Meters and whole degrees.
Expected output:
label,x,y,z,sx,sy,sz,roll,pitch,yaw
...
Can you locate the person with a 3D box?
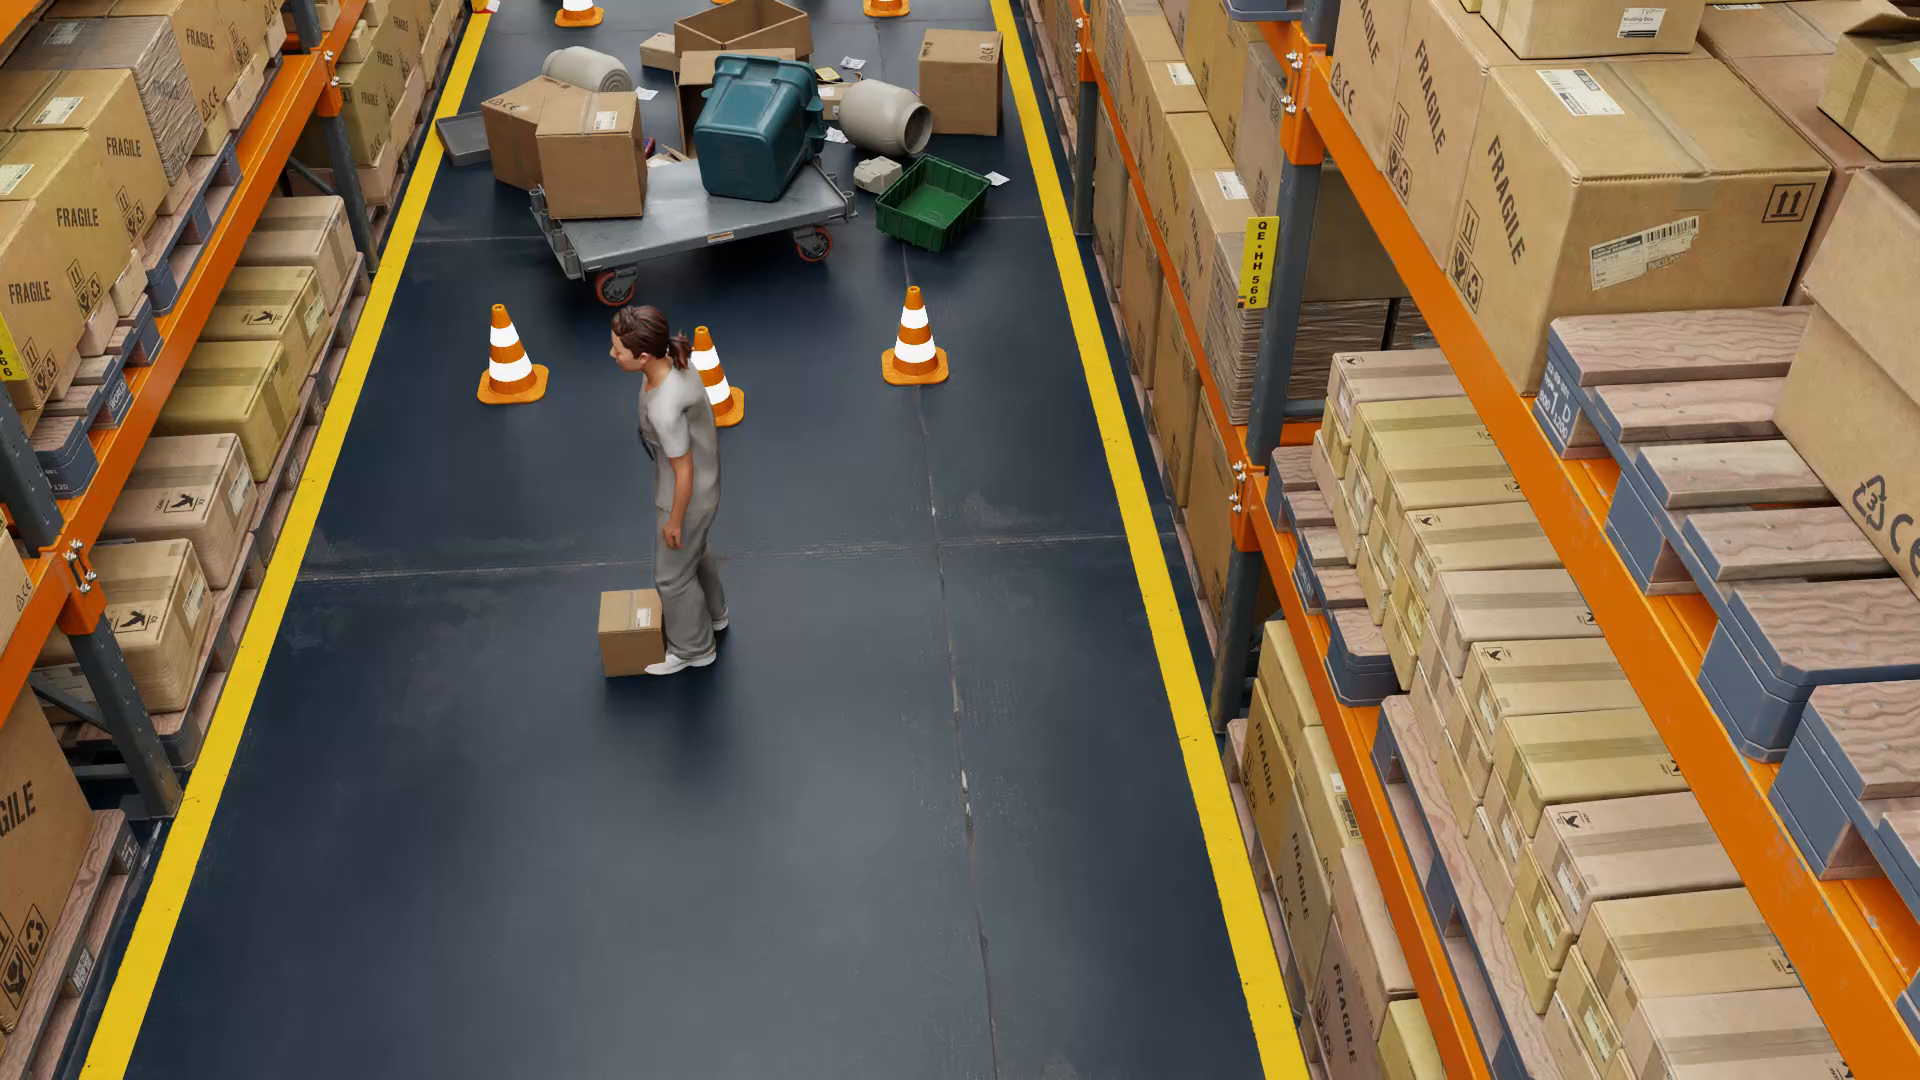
label,x,y,z,sx,sy,sz,roll,pitch,yaw
person,-1.115,-0.186,6.384,0.414,1.672,0.514,-5,40,-6
